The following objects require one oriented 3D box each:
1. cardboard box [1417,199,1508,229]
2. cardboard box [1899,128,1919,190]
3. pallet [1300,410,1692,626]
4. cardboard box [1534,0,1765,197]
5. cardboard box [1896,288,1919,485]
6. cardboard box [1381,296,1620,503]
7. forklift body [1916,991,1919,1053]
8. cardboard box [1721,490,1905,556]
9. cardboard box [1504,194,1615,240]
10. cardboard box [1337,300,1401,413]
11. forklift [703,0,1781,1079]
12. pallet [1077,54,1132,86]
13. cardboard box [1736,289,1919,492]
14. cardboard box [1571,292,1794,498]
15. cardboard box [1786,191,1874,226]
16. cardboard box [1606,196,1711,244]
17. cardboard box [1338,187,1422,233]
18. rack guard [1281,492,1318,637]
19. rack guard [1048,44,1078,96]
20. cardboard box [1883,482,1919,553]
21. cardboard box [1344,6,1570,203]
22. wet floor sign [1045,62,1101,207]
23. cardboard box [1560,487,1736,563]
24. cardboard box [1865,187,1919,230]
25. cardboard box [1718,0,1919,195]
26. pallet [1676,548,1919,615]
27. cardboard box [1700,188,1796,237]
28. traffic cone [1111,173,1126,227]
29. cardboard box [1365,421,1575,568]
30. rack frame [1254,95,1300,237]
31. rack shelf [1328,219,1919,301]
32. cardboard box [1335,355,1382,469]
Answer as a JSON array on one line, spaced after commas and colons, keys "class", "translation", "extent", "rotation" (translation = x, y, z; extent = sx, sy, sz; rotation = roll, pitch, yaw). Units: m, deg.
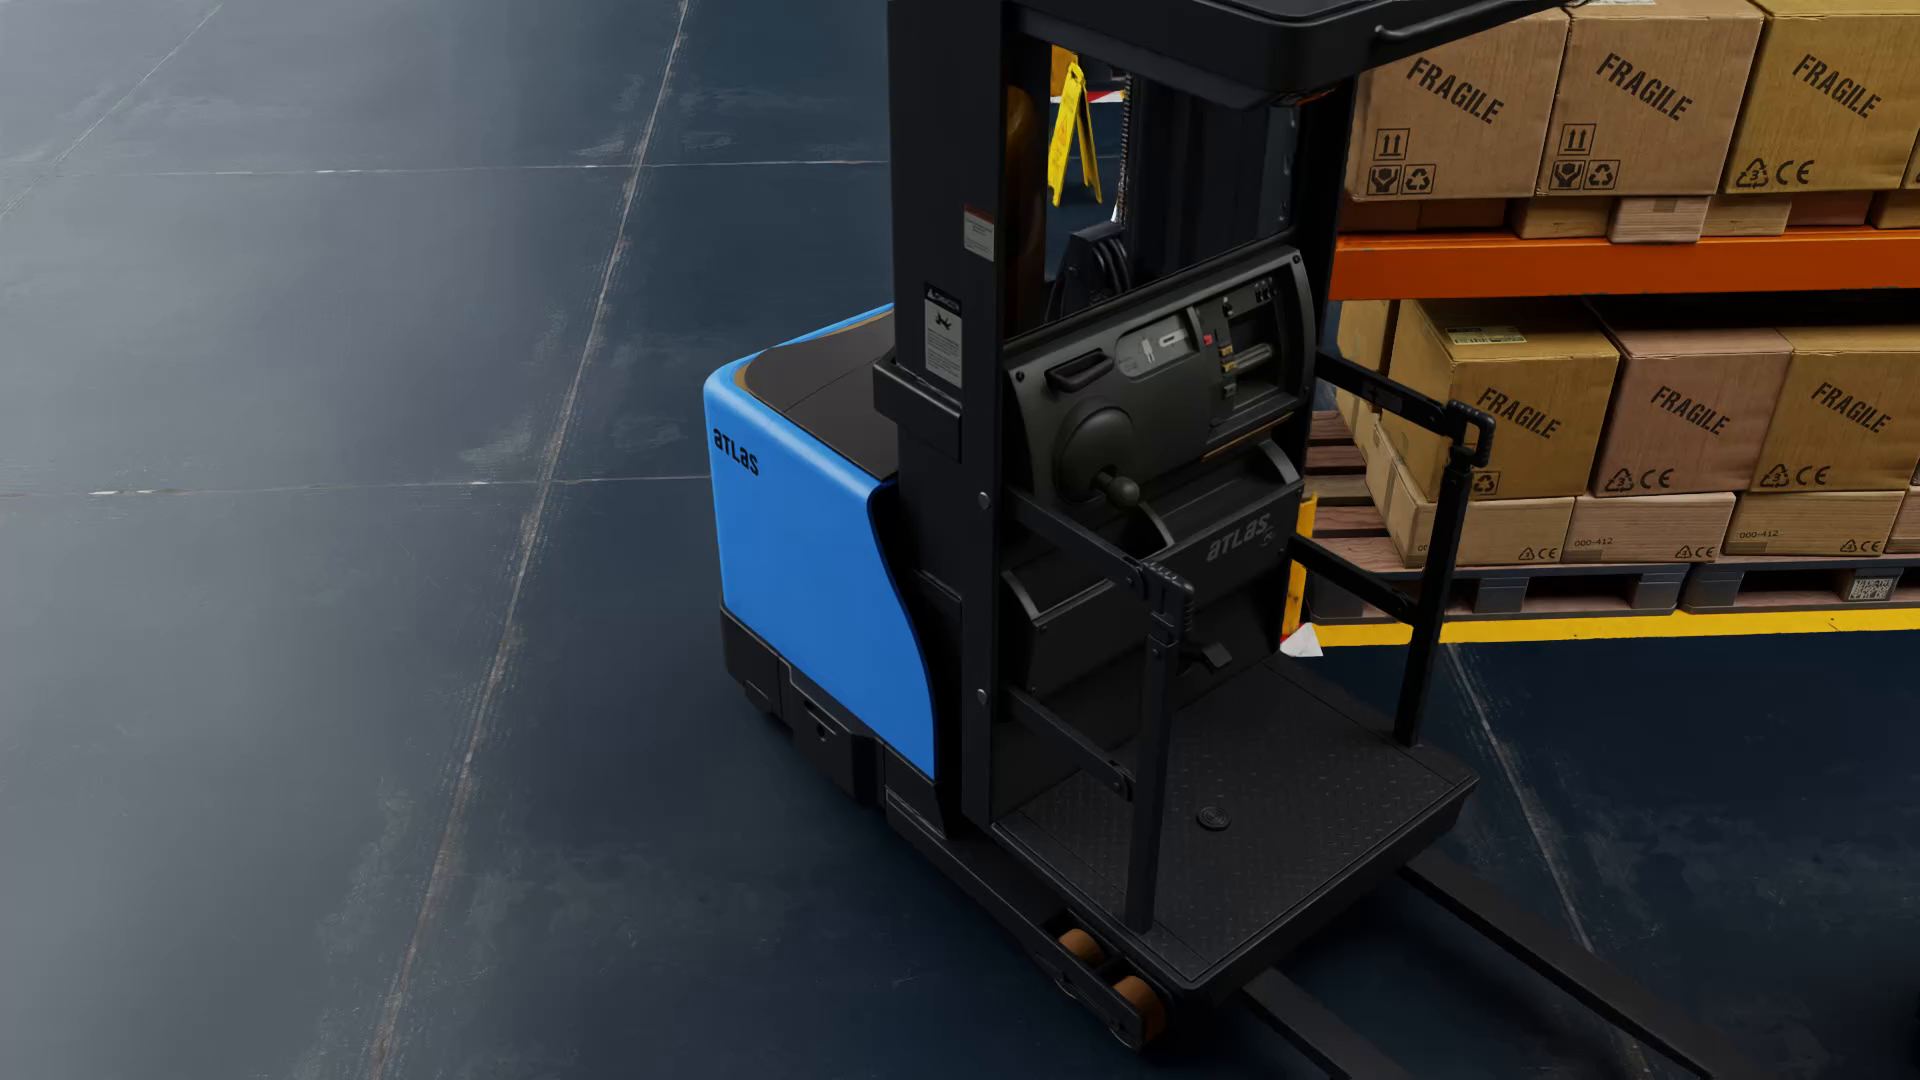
[{"class": "cardboard box", "translation": [1.420, -1.057, 4.862], "extent": [0.250, 0.149, 0.380], "rotation": [-1, 35, -2]}, {"class": "cardboard box", "translation": [2.839, -1.321, 4.673], "extent": [0.500, 0.500, 0.500], "rotation": [-2, 35, -3]}, {"class": "pallet", "translation": [1.708, -0.111, 5.725], "extent": [1.213, 0.211, 1.003], "rotation": [-2, 35, -2]}, {"class": "cardboard box", "translation": [1.823, -1.288, 4.626], "extent": [0.500, 0.500, 0.500], "rotation": [-1, 35, -1]}, {"class": "cardboard box", "translation": [3.219, -0.514, 5.245], "extent": [0.500, 0.500, 0.500], "rotation": [0, 35, 0]}, {"class": "cardboard box", "translation": [1.662, -0.470, 5.181], "extent": [0.500, 0.500, 0.500], "rotation": [-3, 35, -4]}, {"class": "forklift body", "translation": [2.866, 0.829, 2.663], "extent": [1.214, 2.155, 2.313], "rotation": [-2, 35, -2]}, {"class": "cardboard box", "translation": [2.693, -0.192, 5.438], "extent": [0.500, 0.250, 0.500], "rotation": [1, 35, 1]}, {"class": "cardboard box", "translation": [1.689, -1.018, 4.806], "extent": [0.250, 0.149, 0.380], "rotation": [-3, 35, -4]}, {"class": "cardboard box", "translation": [1.607, -0.774, 5.621], "extent": [0.500, 0.500, 0.500], "rotation": [-1, 35, -2]}, {"class": "forklift", "translation": [0.616, -0.317, 3.632], "extent": [1.130, 2.935, 3.031], "rotation": [-26, 42, -32]}, {"class": "pallet", "translation": [1.279, -2.984, 9.876], "extent": [1.213, 0.211, 1.003], "rotation": [-2, 35, -2]}, {"class": "cardboard box", "translation": [2.685, -0.495, 5.218], "extent": [0.500, 0.500, 0.500], "rotation": [-1, 35, -1]}, {"class": "cardboard box", "translation": [2.184, -0.486, 5.205], "extent": [0.500, 0.500, 0.500], "rotation": [-3, 35, -4]}, {"class": "cardboard box", "translation": [2.462, -1.066, 4.875], "extent": [0.250, 0.149, 0.380], "rotation": [0, 35, -1]}, {"class": "cardboard box", "translation": [1.944, -0.999, 4.778], "extent": [0.250, 0.149, 0.380], "rotation": [-1, 35, -1]}, {"class": "cardboard box", "translation": [1.168, -1.042, 4.840], "extent": [0.250, 0.149, 0.380], "rotation": [-1, 35, -2]}, {"class": "rack guard", "translation": [0.895, -0.228, 5.640], "extent": [0.348, 0.500, 1.175], "rotation": [-2, 35, -2]}, {"class": "rack guard", "translation": [0.460, -3.036, 9.698], "extent": [0.348, 0.500, 1.175], "rotation": [-2, 35, -2]}, {"class": "cardboard box", "translation": [3.197, -0.204, 5.456], "extent": [0.500, 0.250, 0.500], "rotation": [-1, 35, -1]}, {"class": "cardboard box", "translation": [1.305, -1.272, 4.603], "extent": [0.500, 0.500, 0.500], "rotation": [-2, 35, -3]}, {"class": "wet floor sign", "translation": [0.549, -1.970, 8.030], "extent": [0.232, 0.644, 0.267], "rotation": [-7, 35, -10]}, {"class": "cardboard box", "translation": [2.148, -0.170, 5.407], "extent": [0.500, 0.250, 0.500], "rotation": [0, 35, -1]}, {"class": "cardboard box", "translation": [2.727, -1.056, 4.861], "extent": [0.250, 0.149, 0.380], "rotation": [-2, 35, -3]}, {"class": "cardboard box", "translation": [2.332, -1.302, 4.647], "extent": [0.500, 0.500, 0.500], "rotation": [-2, 35, -3]}, {"class": "pallet", "translation": [2.924, -0.142, 5.770], "extent": [1.213, 0.211, 1.003], "rotation": [-2, 35, -2]}, {"class": "cardboard box", "translation": [2.201, -1.025, 4.815], "extent": [0.250, 0.149, 0.380], "rotation": [-1, 35, -1]}, {"class": "traffic cone", "translation": [0.796, -1.577, 7.622], "extent": [0.334, 0.463, 0.336], "rotation": [-2, 35, -2]}, {"class": "cardboard box", "translation": [1.638, -0.160, 5.393], "extent": [0.500, 0.250, 0.500], "rotation": [-2, 35, -3]}, {"class": "rack frame", "translation": [0.819, -1.254, 4.926], "extent": [0.127, 3.000, 1.000], "rotation": [-2, 35, -2]}, {"class": "rack shelf", "translation": [2.817, -1.012, 5.208], "extent": [4.000, 0.370, 1.077], "rotation": [-2, 35, -2]}, {"class": "cardboard box", "translation": [1.638, -0.471, 5.842], "extent": [0.500, 0.250, 0.500], "rotation": [-2, 35, -2]}]
